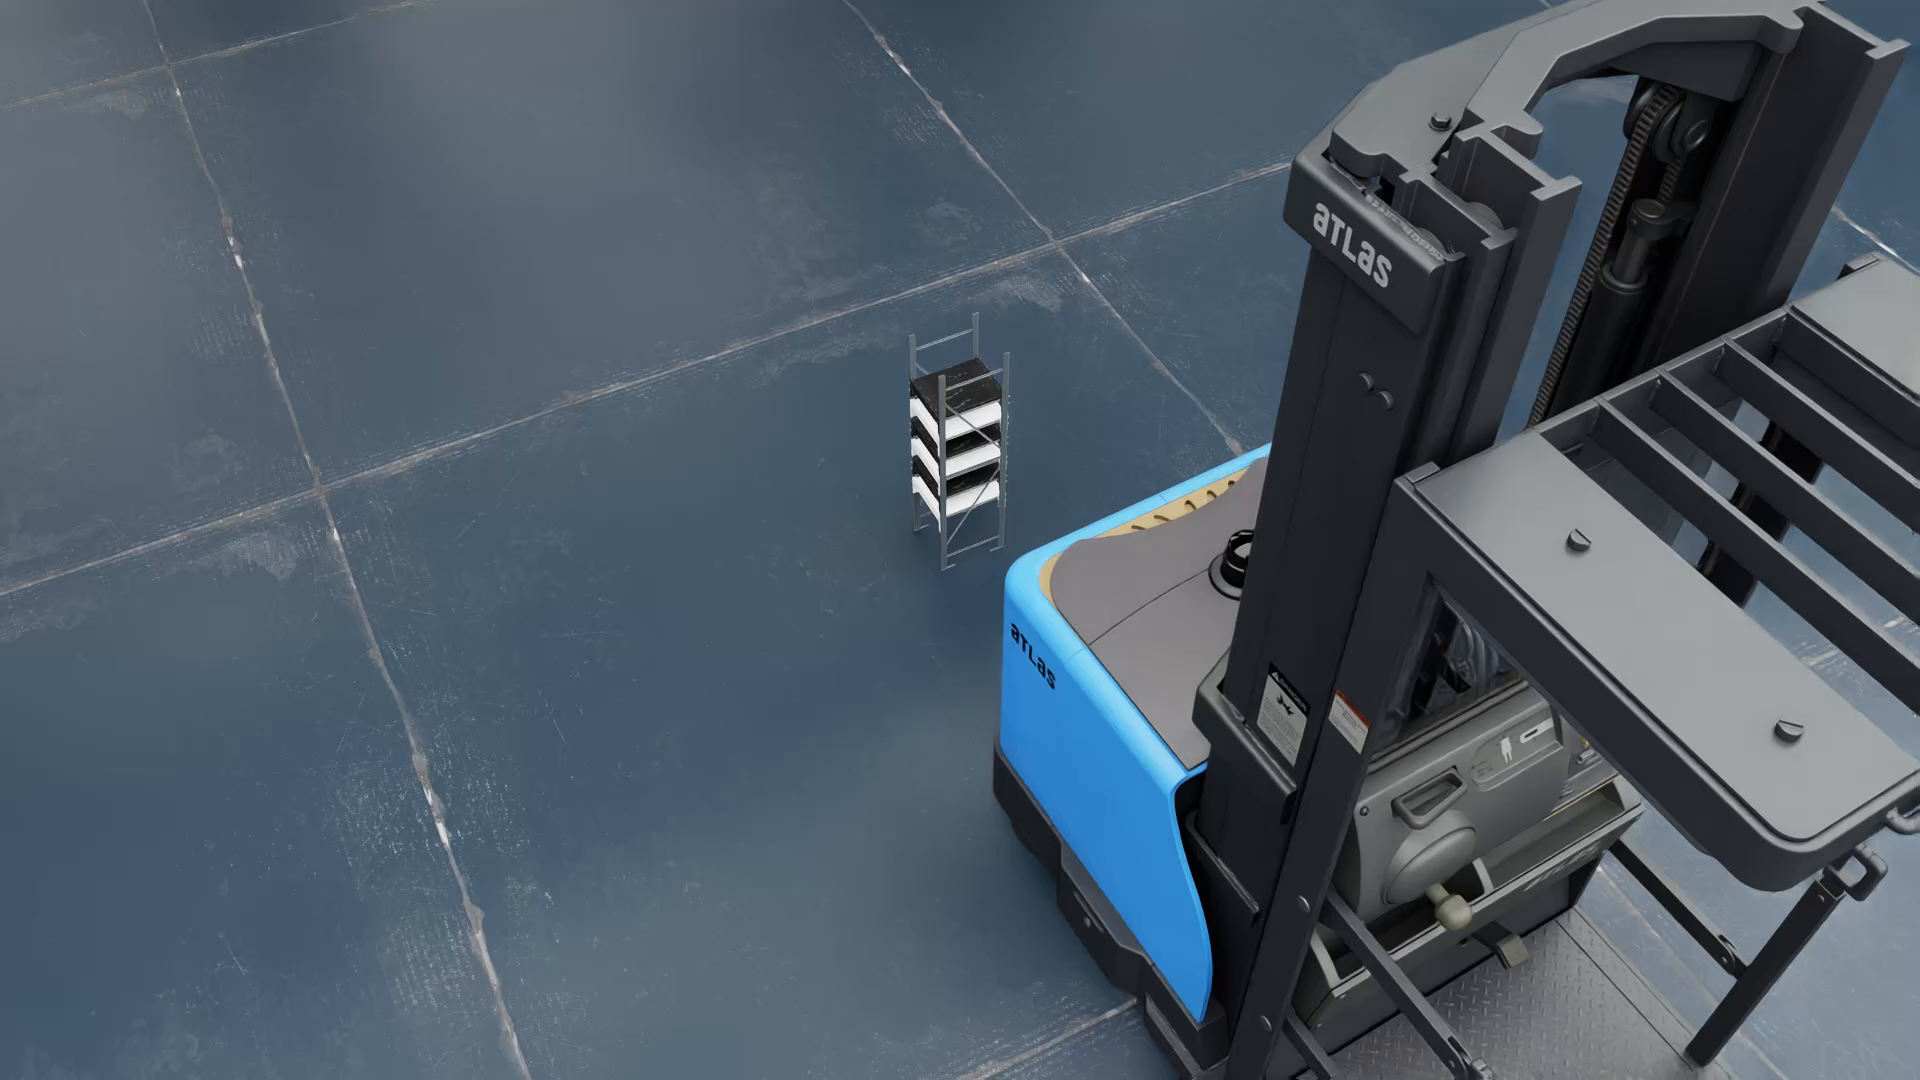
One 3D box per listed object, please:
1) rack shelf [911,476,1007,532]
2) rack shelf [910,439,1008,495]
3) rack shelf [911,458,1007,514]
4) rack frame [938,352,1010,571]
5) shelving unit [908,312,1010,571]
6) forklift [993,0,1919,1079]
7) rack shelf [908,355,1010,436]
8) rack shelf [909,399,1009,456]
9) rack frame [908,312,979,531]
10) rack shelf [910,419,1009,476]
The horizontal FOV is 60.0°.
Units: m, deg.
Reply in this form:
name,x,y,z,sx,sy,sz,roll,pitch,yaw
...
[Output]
name,x,y,z,sx,sy,sz,roll,pitch,yaw
rack shelf,-0.004,-0.161,5.577,0.258,0.077,0.200,-21,52,-18
rack shelf,-0.004,-0.280,5.441,0.258,0.077,0.200,-21,52,-18
rack shelf,-0.004,-0.221,5.509,0.258,0.077,0.200,-21,52,-18
rack frame,0.043,-0.234,5.357,0.240,0.900,0.006,-21,52,-18
shelving unit,-0.004,-0.302,5.416,0.258,0.900,0.210,-21,52,-18
forklift,1.281,0.575,3.300,1.130,2.935,3.031,-24,53,-20
rack shelf,-0.004,-0.458,5.238,0.258,0.077,0.200,-21,52,-18
rack shelf,-0.004,-0.398,5.306,0.258,0.077,0.200,-21,52,-18
rack frame,-0.050,-0.370,5.476,0.240,0.900,0.006,-21,52,-18
rack shelf,-0.004,-0.339,5.373,0.258,0.077,0.200,-21,52,-18
